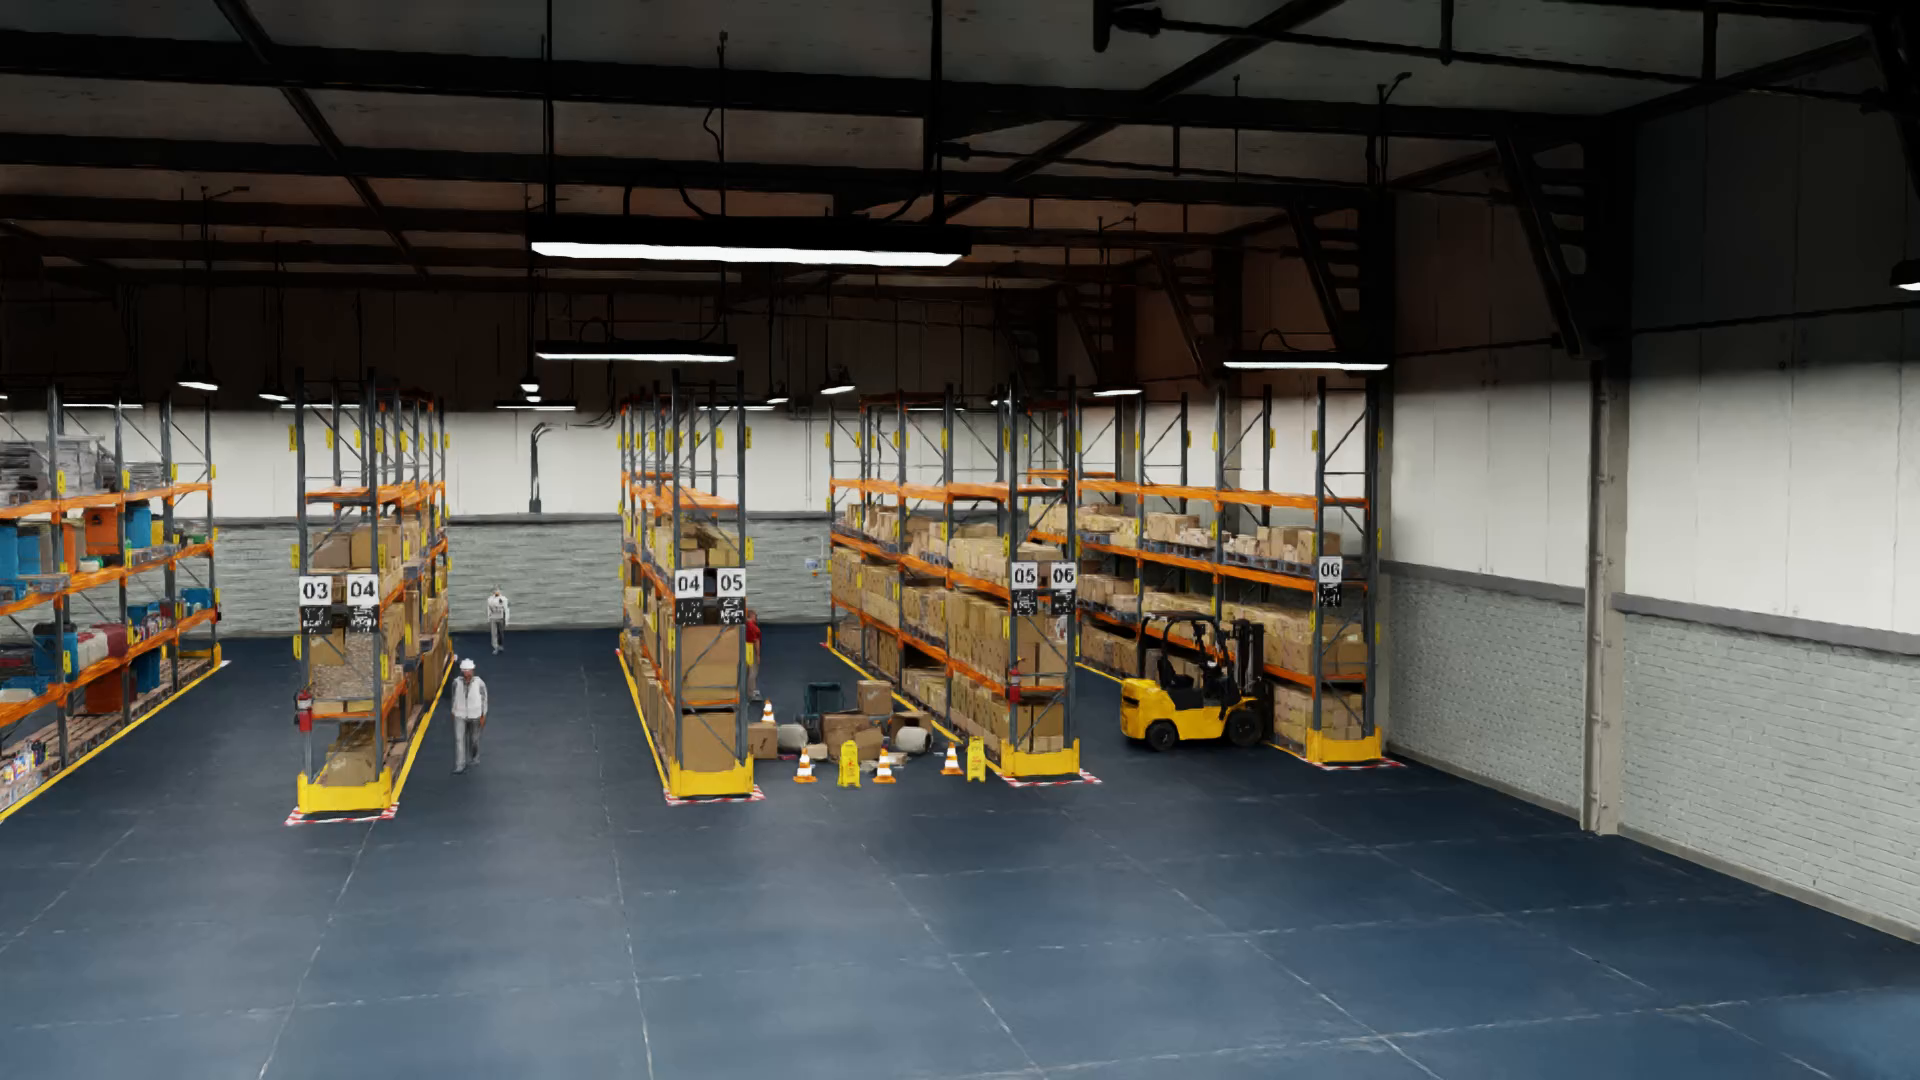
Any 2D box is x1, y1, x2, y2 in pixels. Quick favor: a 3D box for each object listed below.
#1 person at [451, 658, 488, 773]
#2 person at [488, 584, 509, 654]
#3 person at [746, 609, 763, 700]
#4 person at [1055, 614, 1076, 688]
[{"bbox_3d":[-7.454,2.635,25.255,0.543,1.700,1.119,-1,4,-16],"label":"person"},{"bbox_3d":[-10.884,1.843,39.211,0.502,1.625,0.997,-1,4,-15],"label":"person"},{"bbox_3d":[-4.003,2.201,32.205,0.473,1.738,0.625,-3,4,-37],"label":"person"},{"bbox_3d":[2.077,2.087,33.670,0.594,1.782,0.678,1,3,11],"label":"person"}]
